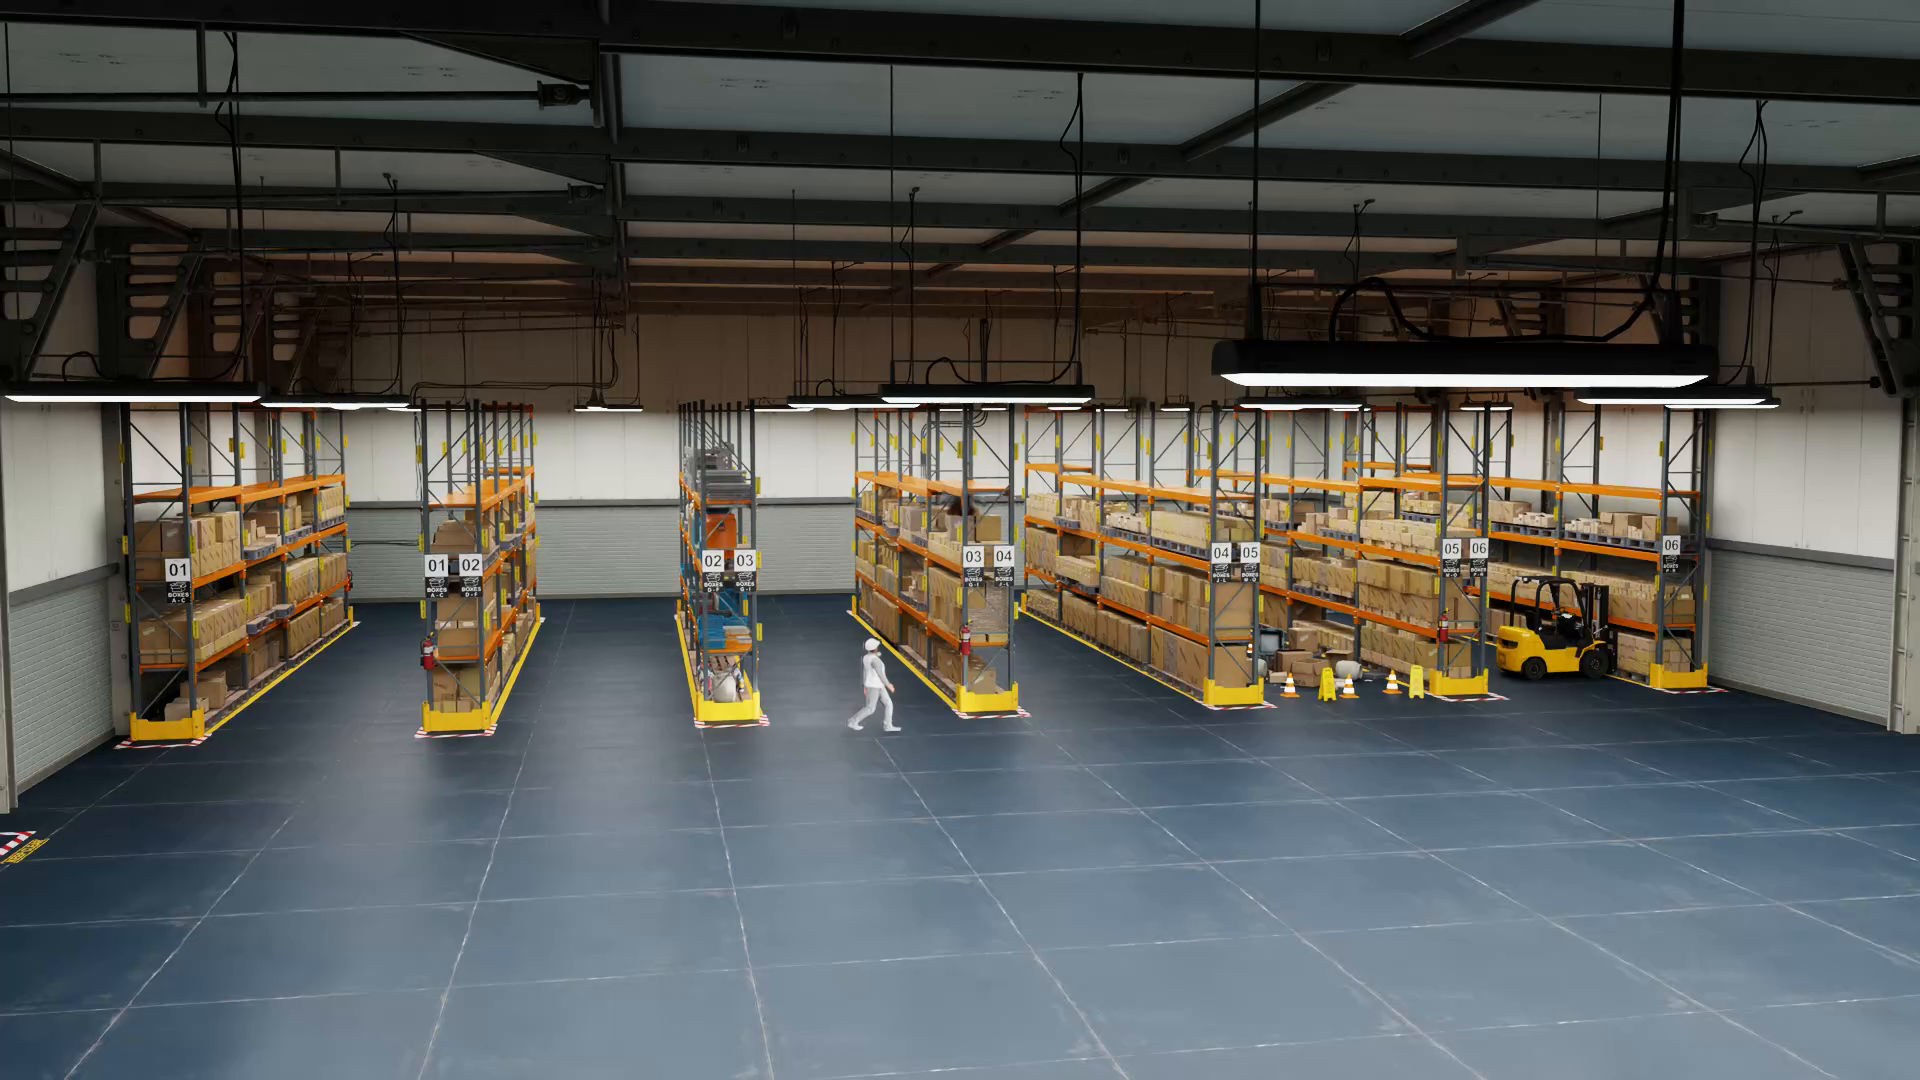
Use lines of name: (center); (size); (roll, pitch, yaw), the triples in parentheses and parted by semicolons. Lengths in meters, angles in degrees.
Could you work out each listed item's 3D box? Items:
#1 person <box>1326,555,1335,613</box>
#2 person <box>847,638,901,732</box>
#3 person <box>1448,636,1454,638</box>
person: (10.583, 1.289, 48.041); (0.556, 1.698, 0.455); (-1, 4, -14)
person: (-1.547, 2.616, 29.850); (0.956, 1.720, 0.487); (0, 4, 4)
person: (11.264, 1.997, 38.204); (0.429, 1.722, 0.609); (2, 5, 22)
